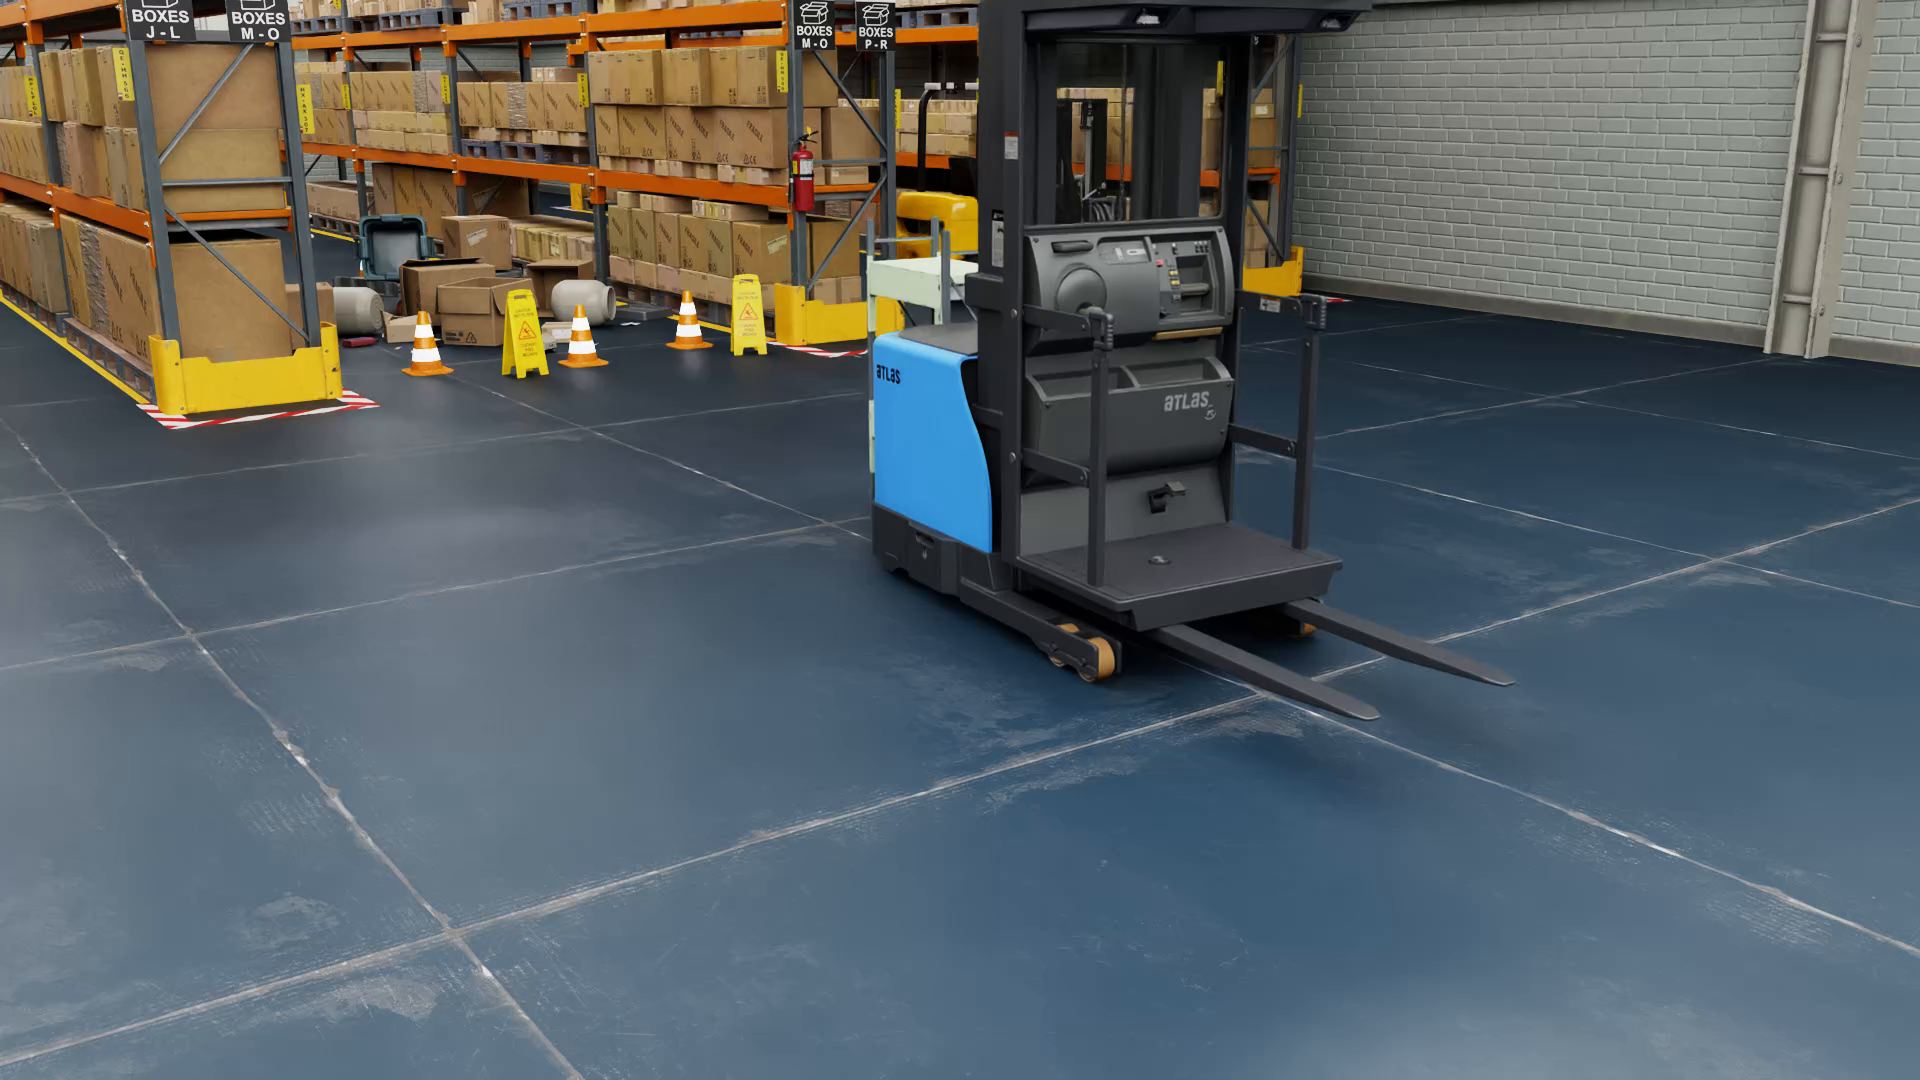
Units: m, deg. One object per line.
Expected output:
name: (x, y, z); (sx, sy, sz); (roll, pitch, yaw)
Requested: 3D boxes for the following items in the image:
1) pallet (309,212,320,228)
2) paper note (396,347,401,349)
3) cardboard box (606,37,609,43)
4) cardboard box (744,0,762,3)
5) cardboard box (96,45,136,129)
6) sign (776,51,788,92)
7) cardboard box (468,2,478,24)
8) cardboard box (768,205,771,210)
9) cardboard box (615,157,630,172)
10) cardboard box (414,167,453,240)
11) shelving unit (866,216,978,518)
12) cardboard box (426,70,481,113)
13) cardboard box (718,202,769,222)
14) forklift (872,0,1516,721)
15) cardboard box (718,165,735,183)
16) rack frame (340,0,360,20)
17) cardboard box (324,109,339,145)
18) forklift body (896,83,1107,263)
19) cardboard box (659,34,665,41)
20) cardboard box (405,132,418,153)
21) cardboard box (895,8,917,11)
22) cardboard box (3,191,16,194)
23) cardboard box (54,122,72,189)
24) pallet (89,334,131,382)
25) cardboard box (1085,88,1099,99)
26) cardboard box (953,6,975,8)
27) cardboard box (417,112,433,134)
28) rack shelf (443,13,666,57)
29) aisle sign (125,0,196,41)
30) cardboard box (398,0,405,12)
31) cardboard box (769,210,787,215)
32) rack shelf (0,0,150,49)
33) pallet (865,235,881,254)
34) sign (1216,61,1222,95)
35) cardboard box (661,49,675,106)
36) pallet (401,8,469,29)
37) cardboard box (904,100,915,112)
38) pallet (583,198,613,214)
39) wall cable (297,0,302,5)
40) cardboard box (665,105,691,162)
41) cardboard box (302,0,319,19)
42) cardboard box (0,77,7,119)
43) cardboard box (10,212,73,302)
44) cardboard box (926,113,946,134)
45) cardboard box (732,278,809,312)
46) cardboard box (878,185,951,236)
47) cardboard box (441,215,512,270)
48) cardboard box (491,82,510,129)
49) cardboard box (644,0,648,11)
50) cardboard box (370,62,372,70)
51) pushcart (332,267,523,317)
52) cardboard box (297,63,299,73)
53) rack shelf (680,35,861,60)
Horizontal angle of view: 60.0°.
pallet: (-9.865, -5.110, 26.348); (1.003, 0.211, 1.213); (-11, 19, -35)
paper note: (-4.708, -1.610, 13.940); (0.032, 0.001, 0.123); (-2, 15, -6)
cardboard box: (-5.655, -8.330, 27.623); (0.380, 0.149, 0.250); (-11, 19, -35)
cardboard box: (-1.600, -4.604, 14.009); (0.380, 0.149, 0.250); (-11, 19, -34)
cardboard box: (-5.520, -3.189, 11.716); (0.875, 0.550, 0.550); (-11, 19, -35)
sign: (-1.452, -3.826, 13.583); (0.100, 0.325, 0.005); (-11, 19, -35)
cardboard box: (-5.497, -6.139, 19.398); (0.396, 0.266, 0.258); (-11, 19, -35)
cardboard box: (-2.700, -4.951, 24.421); (0.500, 0.500, 0.500); (-10, 18, -32)
cardboard box: (-3.227, -3.767, 16.635); (0.380, 0.149, 0.250); (-10, 18, -33)
cardboard box: (-6.555, -4.435, 21.827); (0.875, 0.875, 0.875); (-11, 19, -34)
shelving unit: (-0.095, -0.782, 8.093); (0.431, 1.500, 0.755); (-9, 18, -30)
cardboard box: (-6.210, -5.506, 20.428); (0.500, 0.500, 0.500); (-11, 19, -36)
cardboard box: (-1.943, -2.947, 14.925); (0.380, 0.149, 0.250); (-10, 18, -33)
forklift: (0.785, -1.026, 6.273); (1.130, 2.935, 3.031); (-9, 18, -30)
cardboard box: (-1.932, -3.268, 14.810); (0.380, 0.149, 0.250); (-10, 18, -34)
rack frame: (-8.047, -8.653, 22.646); (1.000, 3.000, 0.127); (-11, 19, -35)
cardboard box: (-8.833, -5.976, 24.040); (0.500, 0.500, 0.500); (-11, 19, -36)
forklift body: (0.431, -3.681, 17.451); (2.313, 2.155, 1.214); (-11, 19, -35)
cardboard box: (-4.484, -7.888, 26.006); (0.380, 0.149, 0.250); (-11, 19, -35)
cardboard box: (-6.798, -5.118, 21.376); (0.500, 0.250, 0.500); (-11, 19, -35)
cardboard box: (-0.855, -7.013, 21.160); (0.500, 0.500, 0.500); (-10, 18, -33)
cardboard box: (-10.845, -3.797, 18.785); (0.500, 0.250, 0.500); (-10, 18, -33)
cardboard box: (-7.061, -3.257, 14.010); (0.875, 0.550, 0.550); (-11, 19, -35)
pallet: (-6.182, -1.481, 13.089); (1.003, 0.211, 1.213); (-11, 19, -35)
cardboard box: (1.600, -4.900, 18.315); (0.380, 0.149, 0.250); (-11, 19, -34)
cardboard box: (0.085, -6.646, 20.485); (0.380, 0.149, 0.250); (-11, 19, -35)
cardboard box: (-6.489, -5.247, 20.903); (0.500, 0.250, 0.500); (-11, 19, -36)
rack shelf: (-4.519, -5.578, 18.456); (1.077, 0.370, 4.000); (-11, 19, -35)
aisle sign: (-5.136, -3.600, 10.622); (0.394, 0.787, 0.004); (-11, 19, -35)
cardboard box: (-6.788, -6.730, 20.760); (0.396, 0.266, 0.258); (-11, 19, -36)
cardboard box: (-1.855, -2.875, 15.891); (0.500, 0.500, 0.500); (-10, 18, -33)
rack shelf: (-8.463, -4.788, 15.570); (1.077, 0.370, 4.000); (-11, 19, -35)
pallet: (-0.516, -3.890, 21.888); (1.003, 0.211, 1.213); (-11, 19, -35)
sign: (2.575, -4.560, 16.413); (0.100, 0.325, 0.005); (-11, 19, -35)
cardboard box: (-2.323, -4.277, 15.373); (0.700, 0.500, 0.500); (-11, 19, -35)
pallet: (-6.116, -6.391, 20.419); (1.213, 0.211, 1.003); (-10, 18, -32)
cardboard box: (-0.486, -5.491, 21.037); (0.380, 0.149, 0.250); (-11, 19, -34)
pallet: (-5.871, -5.854, 29.064); (1.003, 0.211, 1.213); (-11, 19, -35)
wall cable: (-13.361, -10.795, 30.470); (2.355, 3.000, 0.029); (-11, 19, -35)
cardboard box: (-2.398, -3.788, 15.483); (0.500, 0.500, 0.500); (-11, 19, -34)
cardboard box: (-9.334, -7.906, 24.423); (0.500, 0.500, 0.500); (-10, 18, -34)
cardboard box: (-9.383, -4.549, 16.931); (0.700, 0.500, 0.500); (-11, 19, -35)
cardboard box: (-8.289, -2.704, 15.740); (1.050, 0.750, 0.750); (-11, 19, -35)
cardboard box: (-0.134, -5.165, 20.604); (0.500, 0.250, 0.500); (-11, 19, -36)
cardboard box: (-1.698, -2.210, 14.881); (0.500, 0.250, 0.500); (-11, 19, -35)
cardboard box: (-0.540, -4.317, 21.869); (0.875, 0.625, 0.625); (-12, 19, -37)
cardboard box: (-4.765, -2.928, 16.394); (0.500, 0.500, 0.500); (-11, 19, -35)
cardboard box: (-4.988, -4.945, 18.914); (0.500, 0.500, 0.500); (-10, 18, -34)
cardboard box: (-2.751, -5.054, 15.653); (0.380, 0.149, 0.250); (-12, 19, -36)
cardboard box: (-8.552, -6.693, 23.535); (0.380, 0.149, 0.250); (-10, 18, -33)
pushcart: (-5.158, -2.422, 16.211); (0.936, 0.377, 1.648); (10, 18, 33)
cardboard box: (-9.775, -7.119, 25.092); (0.380, 0.149, 0.250); (-11, 19, -34)
rack shelf: (-2.858, -7.204, 24.395); (1.077, 0.370, 4.000); (-11, 19, -35)
